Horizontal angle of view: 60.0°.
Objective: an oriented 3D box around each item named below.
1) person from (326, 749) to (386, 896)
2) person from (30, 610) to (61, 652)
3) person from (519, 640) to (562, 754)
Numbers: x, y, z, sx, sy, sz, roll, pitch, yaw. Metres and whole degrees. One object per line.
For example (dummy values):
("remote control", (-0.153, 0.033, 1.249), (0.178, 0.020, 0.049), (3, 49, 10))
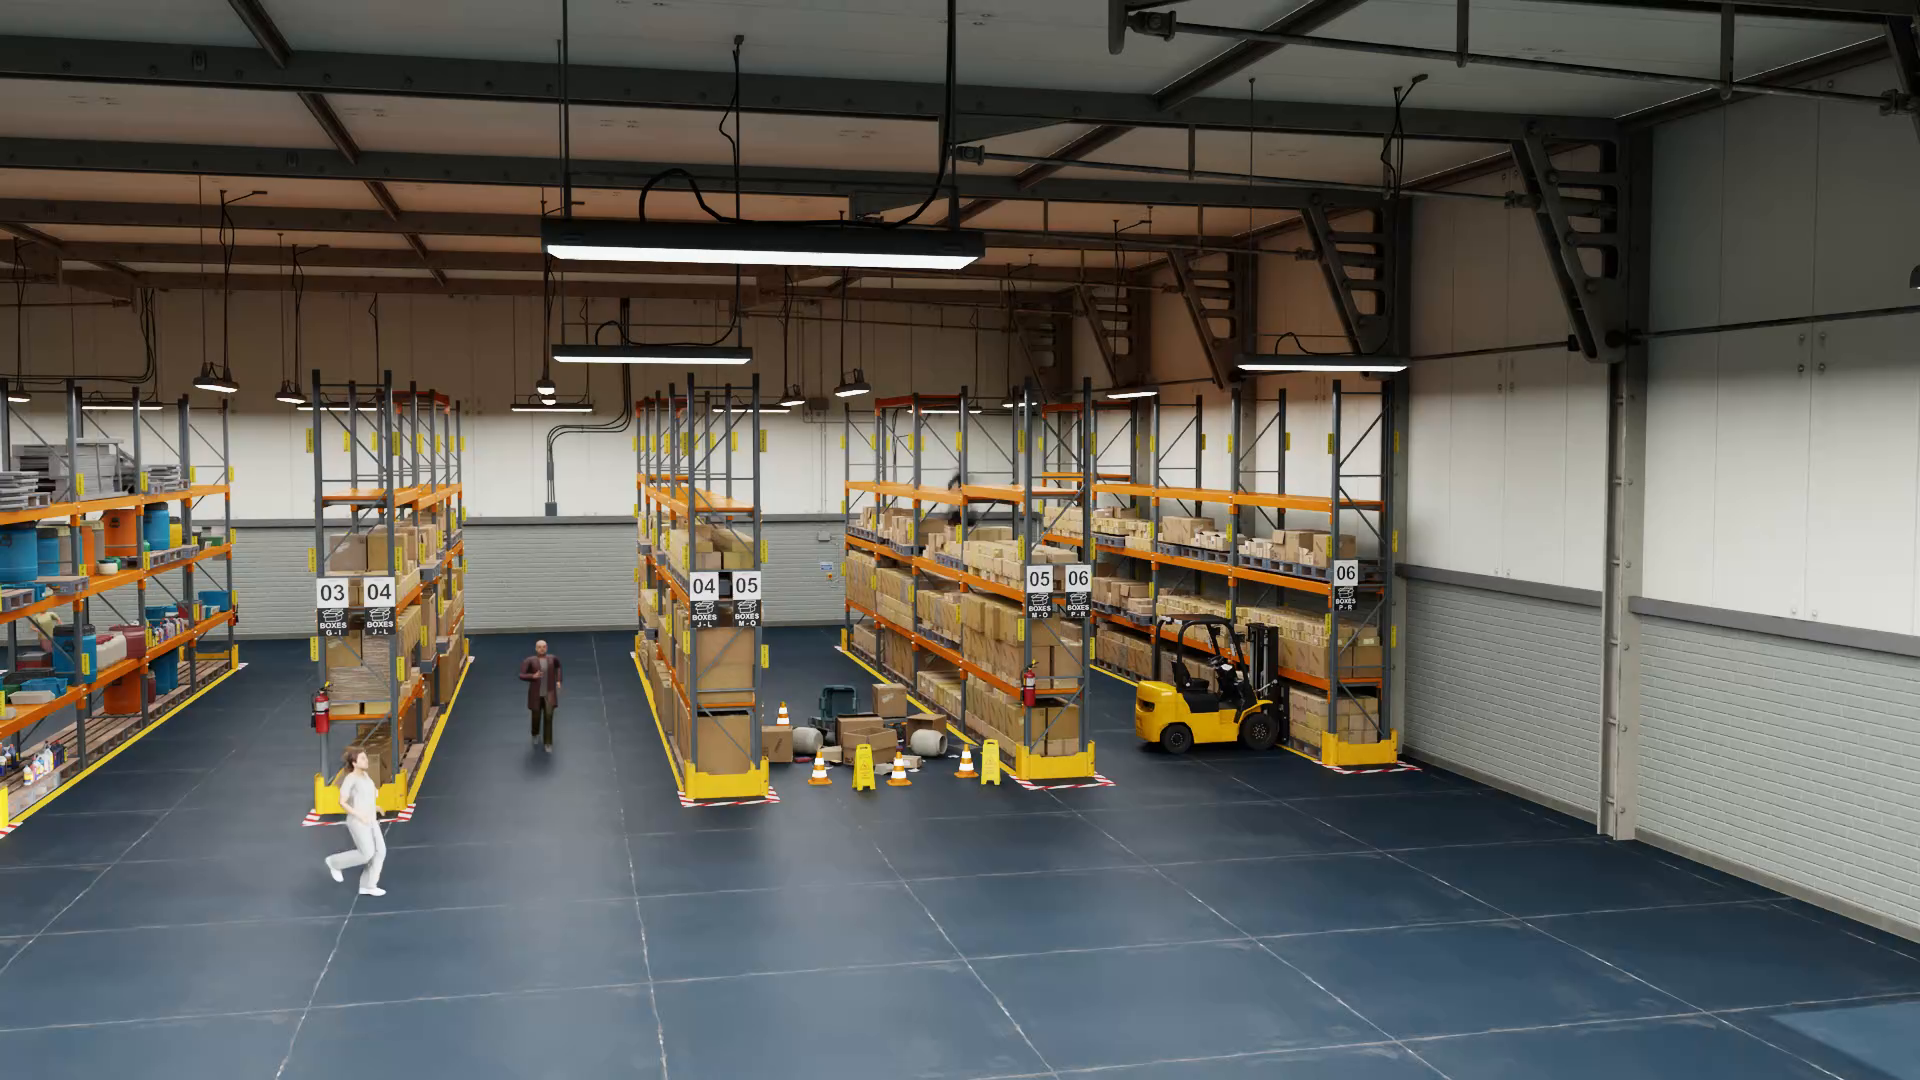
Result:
("person", (-6.695, 3.165, 18.471), (0.657, 1.555, 0.574), (1, 3, 10))
("person", (-19.627, 2.116, 35.696), (0.590, 1.635, 0.656), (-2, 4, -25))
("person", (-6.821, 2.522, 27.075), (0.714, 1.798, 1.007), (-1, 4, -21))
